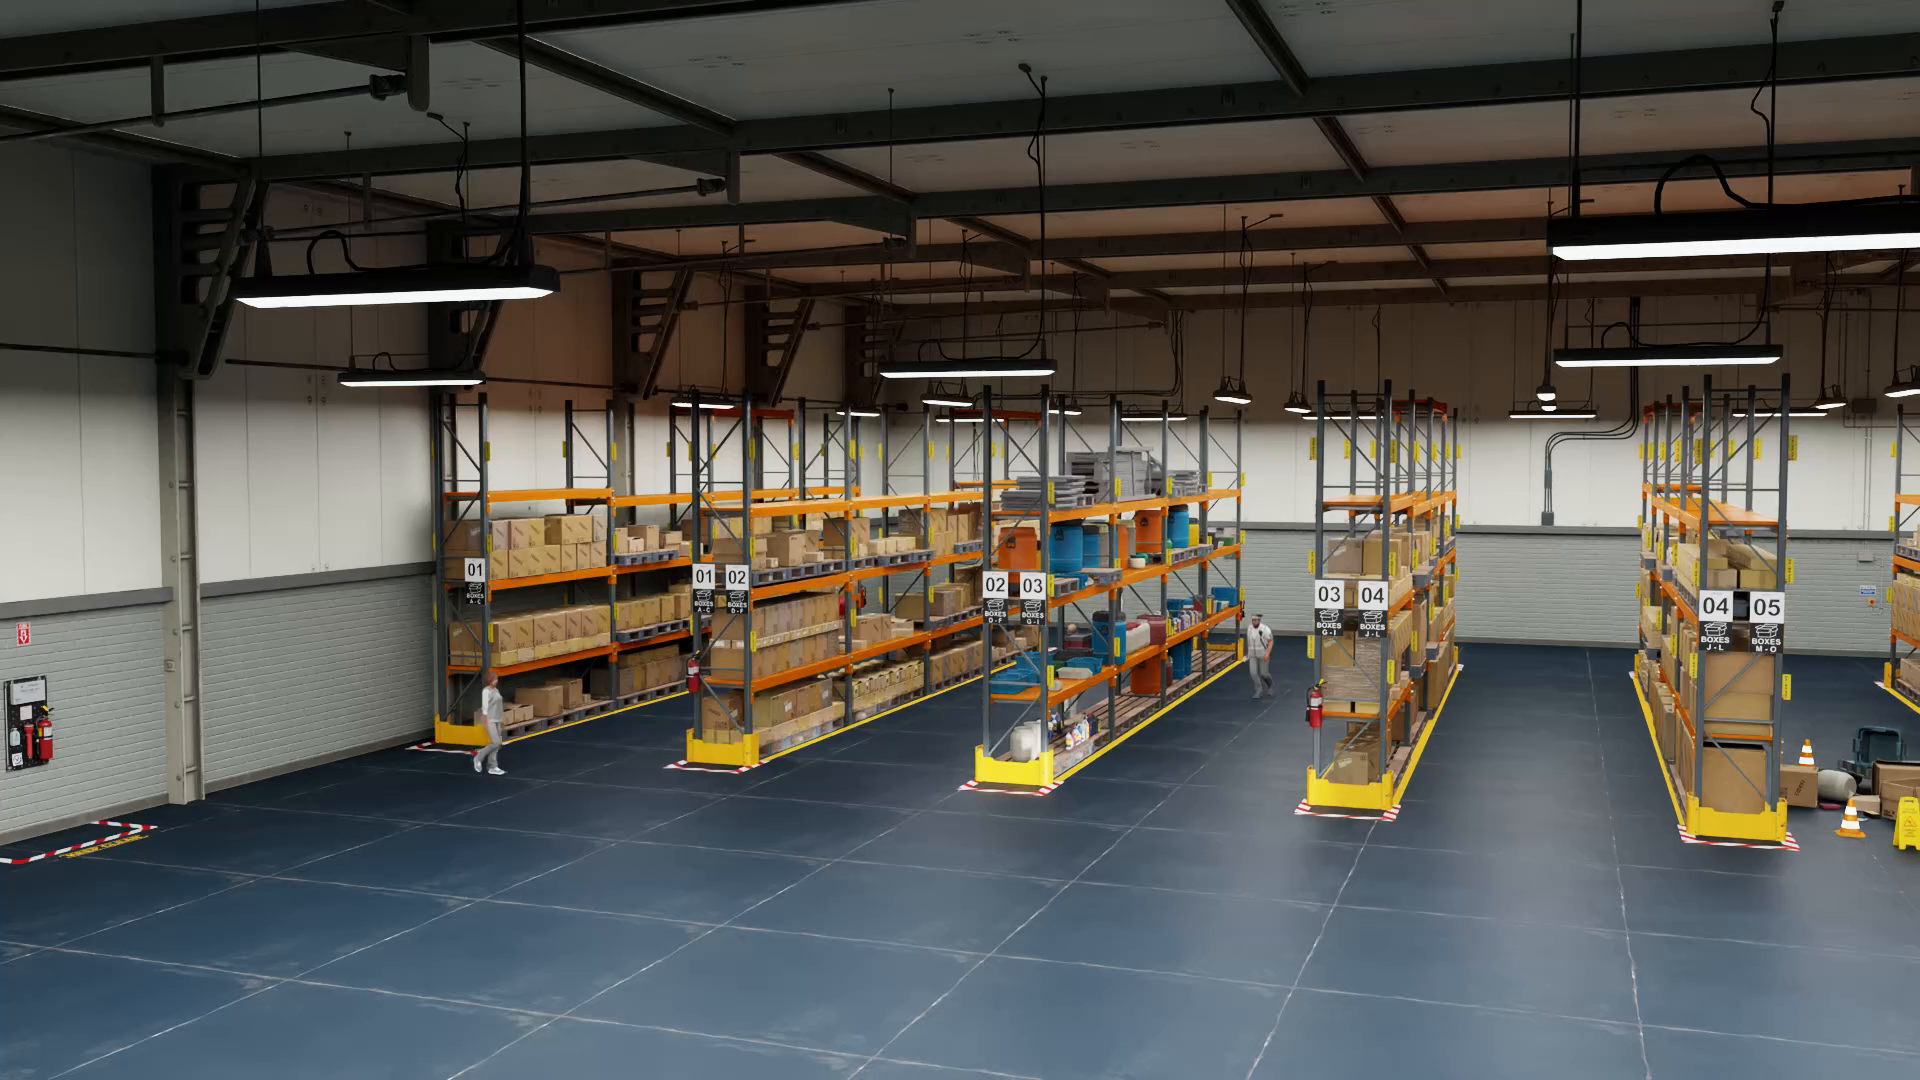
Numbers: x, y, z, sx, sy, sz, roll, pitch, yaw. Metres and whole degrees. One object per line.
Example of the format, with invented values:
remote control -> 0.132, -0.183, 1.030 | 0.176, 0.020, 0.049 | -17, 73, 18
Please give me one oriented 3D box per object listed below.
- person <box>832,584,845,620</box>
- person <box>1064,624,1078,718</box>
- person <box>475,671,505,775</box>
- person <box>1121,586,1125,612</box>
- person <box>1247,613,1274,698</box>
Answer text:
person -> -2.924, 1.848, 39.351 | 0.643, 1.594, 1.081 | 1, 3, 17
person -> 2.085, 2.476, 31.065 | 0.602, 1.809, 0.609 | 0, 3, -5
person -> -7.231, 2.821, 25.639 | 0.444, 1.596, 0.436 | 1, 3, 10
person -> 3.904, 1.936, 41.232 | 0.489, 1.816, 0.648 | 1, 3, 15
person -> 6.150, 2.332, 33.914 | 0.596, 1.748, 0.602 | 2, 4, 38
